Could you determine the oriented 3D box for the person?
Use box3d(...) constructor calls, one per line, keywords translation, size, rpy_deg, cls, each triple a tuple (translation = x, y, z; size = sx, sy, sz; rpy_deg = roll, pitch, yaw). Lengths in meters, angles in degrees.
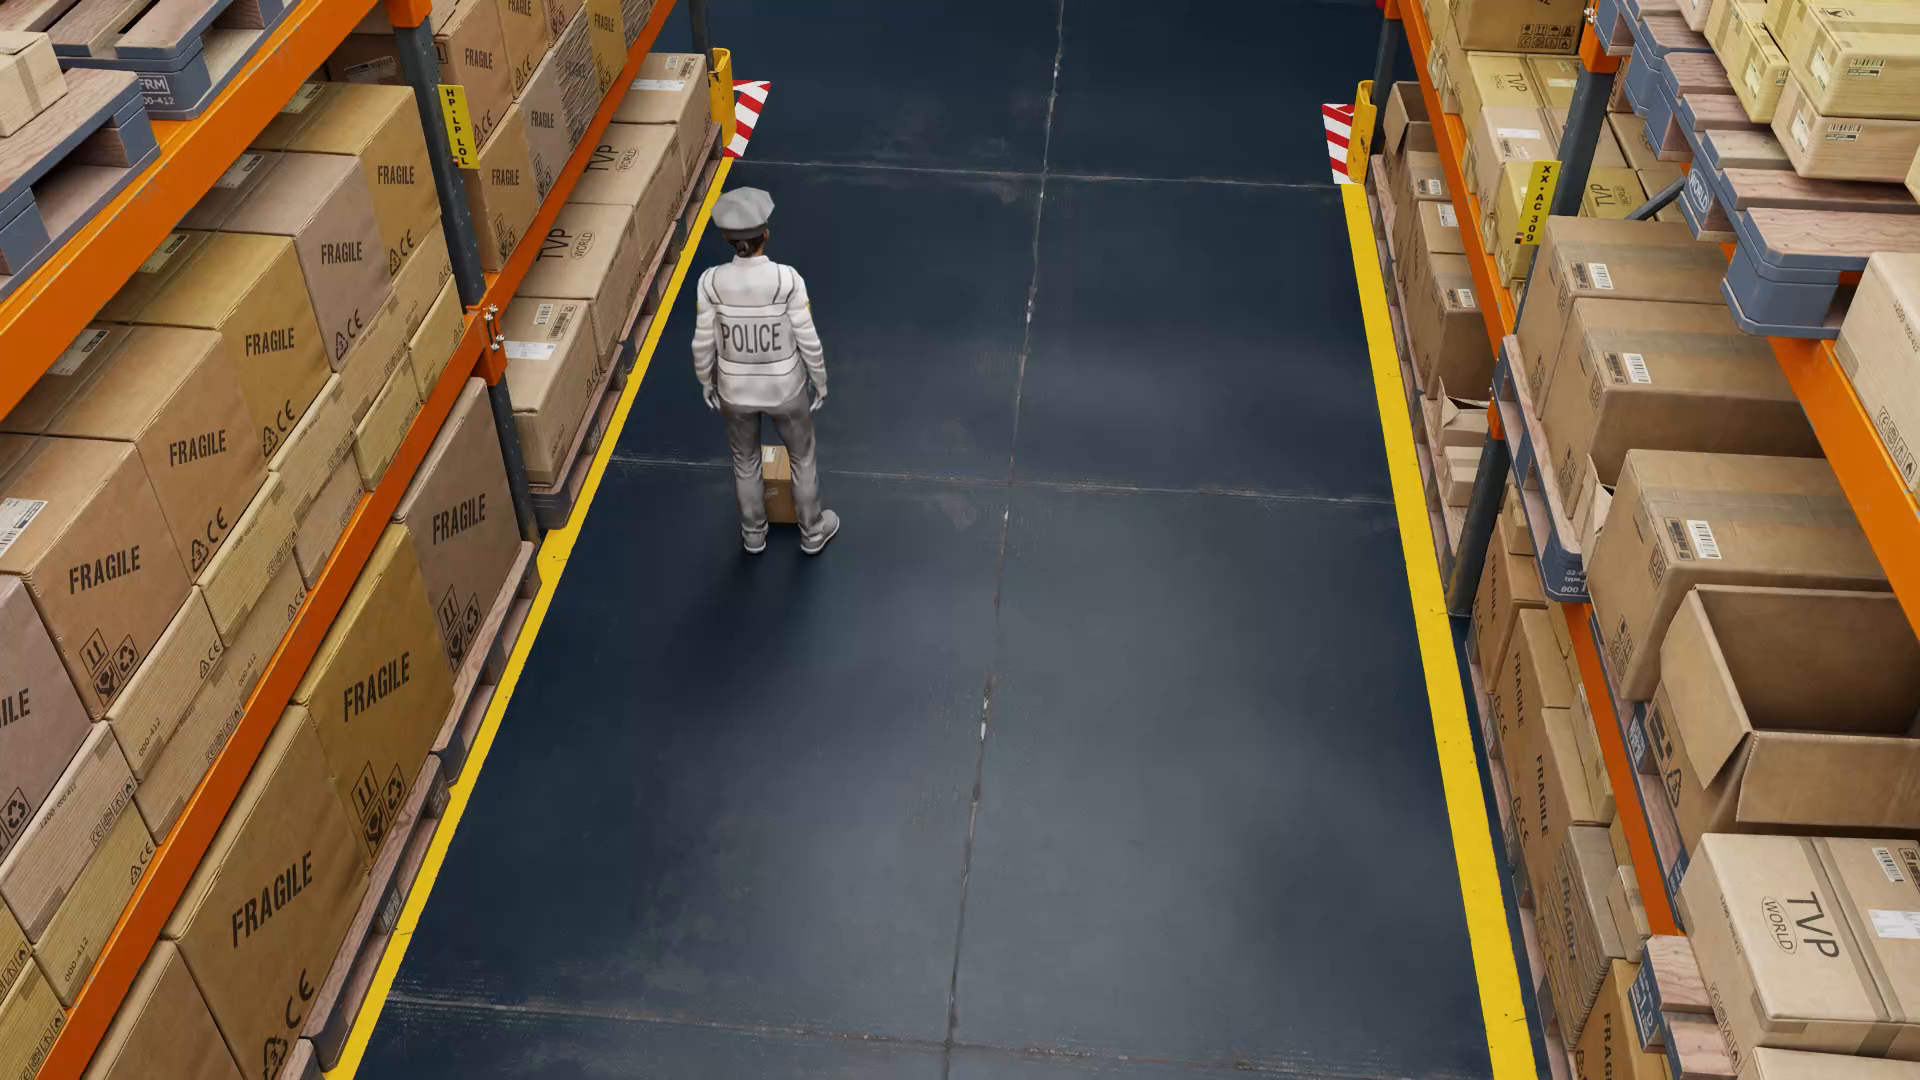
box3d(translation=(-0.819, -0.639, 6.907), size=(0.543, 1.664, 0.374), rpy_deg=(1, 40, 2), cls="person")
